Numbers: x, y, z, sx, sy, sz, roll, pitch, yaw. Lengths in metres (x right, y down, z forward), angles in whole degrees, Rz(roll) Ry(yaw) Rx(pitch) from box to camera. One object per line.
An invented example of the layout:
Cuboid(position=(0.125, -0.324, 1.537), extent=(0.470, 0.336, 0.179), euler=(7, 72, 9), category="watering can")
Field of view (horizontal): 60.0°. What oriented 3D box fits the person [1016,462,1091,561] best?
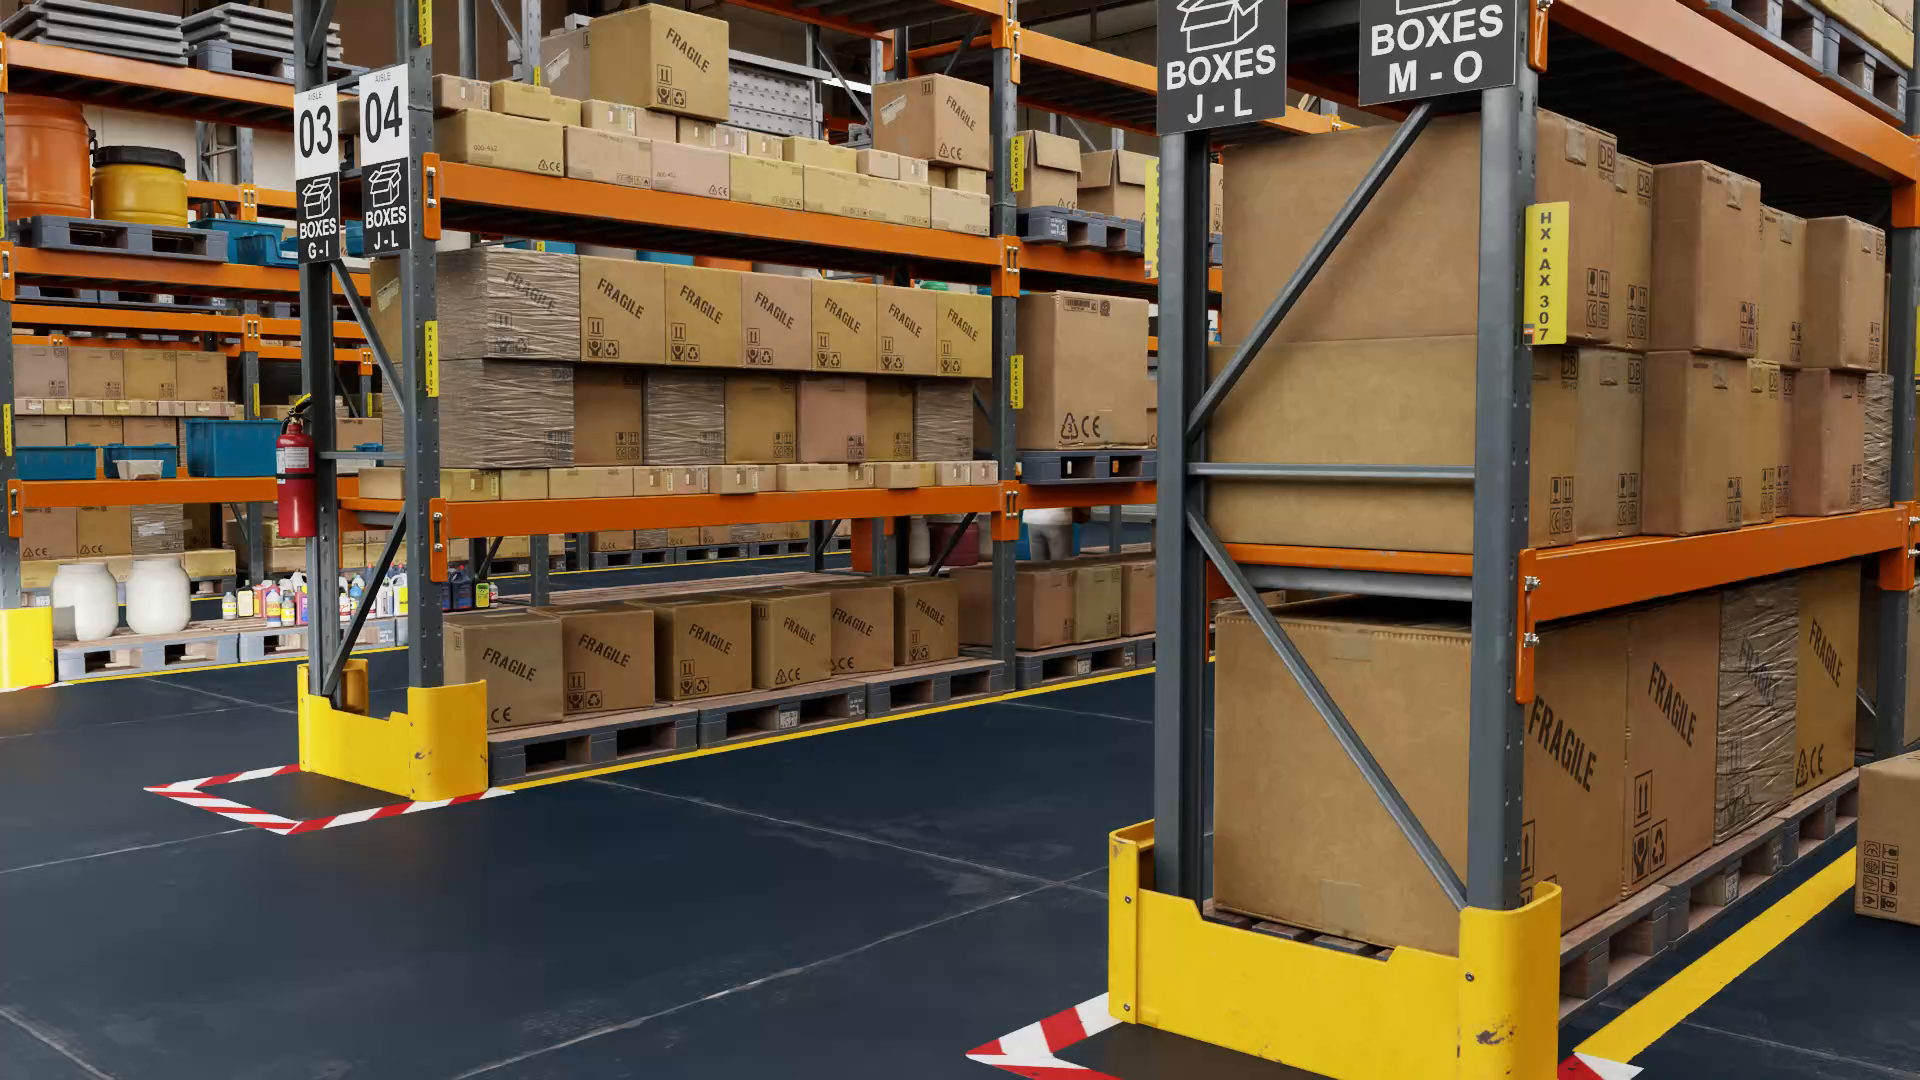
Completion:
Cuboid(position=(0.778, -0.127, 13.637), extent=(0.504, 1.761, 0.572), euler=(3, 5, 42), category="person")
